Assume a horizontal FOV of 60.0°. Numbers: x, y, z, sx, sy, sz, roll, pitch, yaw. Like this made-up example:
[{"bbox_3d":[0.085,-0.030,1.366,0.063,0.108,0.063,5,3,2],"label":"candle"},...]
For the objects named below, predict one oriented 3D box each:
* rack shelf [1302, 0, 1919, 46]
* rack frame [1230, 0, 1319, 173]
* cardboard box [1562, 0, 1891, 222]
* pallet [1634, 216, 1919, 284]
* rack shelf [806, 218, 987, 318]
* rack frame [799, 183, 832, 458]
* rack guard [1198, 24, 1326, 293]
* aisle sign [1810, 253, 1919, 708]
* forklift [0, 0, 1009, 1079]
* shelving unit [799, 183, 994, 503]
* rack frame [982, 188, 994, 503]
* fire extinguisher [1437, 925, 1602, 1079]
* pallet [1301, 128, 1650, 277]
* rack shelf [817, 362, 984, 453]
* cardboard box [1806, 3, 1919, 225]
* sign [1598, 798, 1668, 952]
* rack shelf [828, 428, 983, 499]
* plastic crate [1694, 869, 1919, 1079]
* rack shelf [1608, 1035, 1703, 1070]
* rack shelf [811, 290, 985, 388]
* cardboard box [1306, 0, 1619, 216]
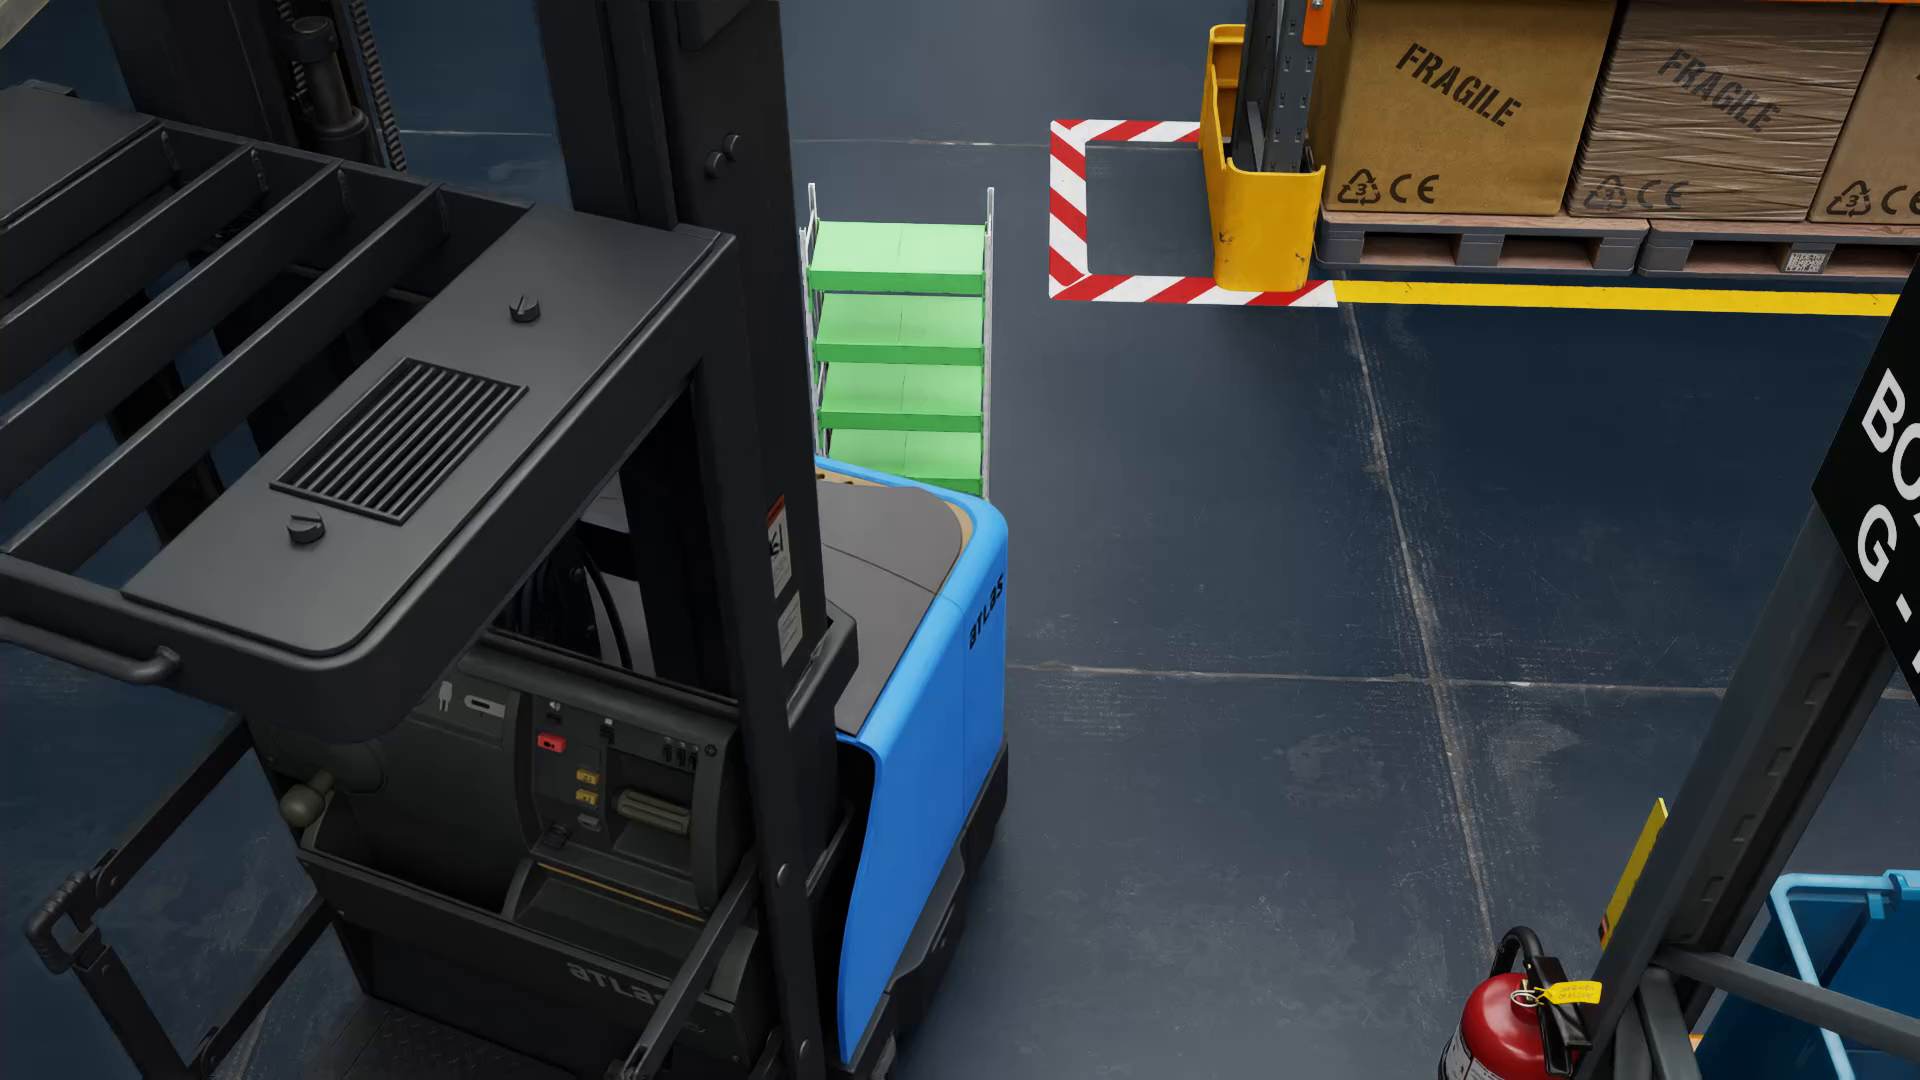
[{"bbox_3d":[3.182,-2.104,5.836,4.000,0.370,1.077,2,43,2],"label":"rack shelf"},{"bbox_3d":[1.184,-2.428,5.656,0.127,3.000,1.000,2,43,2],"label":"rack frame"},{"bbox_3d":[2.736,-1.812,6.245,0.875,0.875,0.875,2,43,2],"label":"cardboard box"},{"bbox_3d":[3.202,-1.398,6.595,1.213,0.211,1.003,2,43,2],"label":"pallet"},{"bbox_3d":[-0.165,-0.749,4.563,0.480,0.148,0.258,2,43,2],"label":"rack shelf"},{"bbox_3d":[-0.409,-0.452,4.855,0.015,1.200,0.240,2,43,2],"label":"rack frame"},{"bbox_3d":[1.160,-1.515,6.509,0.348,0.500,1.175,2,43,2],"label":"rack guard"},{"bbox_3d":[0.902,-0.209,1.366,0.004,0.787,0.394,2,43,2],"label":"aisle sign"},{"bbox_3d":[-0.883,0.447,2.620,1.130,2.935,3.031,15,45,15],"label":"forklift"},{"bbox_3d":[-0.165,-0.444,4.846,0.503,1.200,0.258,2,43,2],"label":"shelving unit"},{"bbox_3d":[0.078,-0.437,4.838,0.015,1.200,0.240,2,43,2],"label":"rack frame"},{"bbox_3d":[0.831,0.795,2.526,0.183,0.674,0.296,2,43,2],"label":"fire extinguisher"},{"bbox_3d":[1.987,-1.437,6.638,1.213,0.211,1.003,2,43,2],"label":"pallet"},{"bbox_3d":[-0.165,-0.397,4.890,0.480,0.148,0.258,2,43,2],"label":"rack shelf"},{"bbox_3d":[3.625,-1.784,6.215,0.875,0.875,0.875,2,43,2],"label":"cardboard box"},{"bbox_3d":[0.970,0.509,2.383,0.005,0.325,0.100,2,43,2],"label":"sign"},{"bbox_3d":[-0.165,-0.222,5.054,0.480,0.148,0.258,2,43,2],"label":"rack shelf"},{"bbox_3d":[1.304,0.792,2.129,0.499,0.435,0.616,2,43,2],"label":"plastic crate"},{"bbox_3d":[2.959,1.269,2.215,4.000,0.370,1.077,2,43,2],"label":"rack shelf"},{"bbox_3d":[-0.165,-0.573,4.726,0.480,0.148,0.258,2,43,2],"label":"rack shelf"},{"bbox_3d":[1.827,-1.840,6.275,0.875,0.875,0.875,2,43,2],"label":"cardboard box"}]
